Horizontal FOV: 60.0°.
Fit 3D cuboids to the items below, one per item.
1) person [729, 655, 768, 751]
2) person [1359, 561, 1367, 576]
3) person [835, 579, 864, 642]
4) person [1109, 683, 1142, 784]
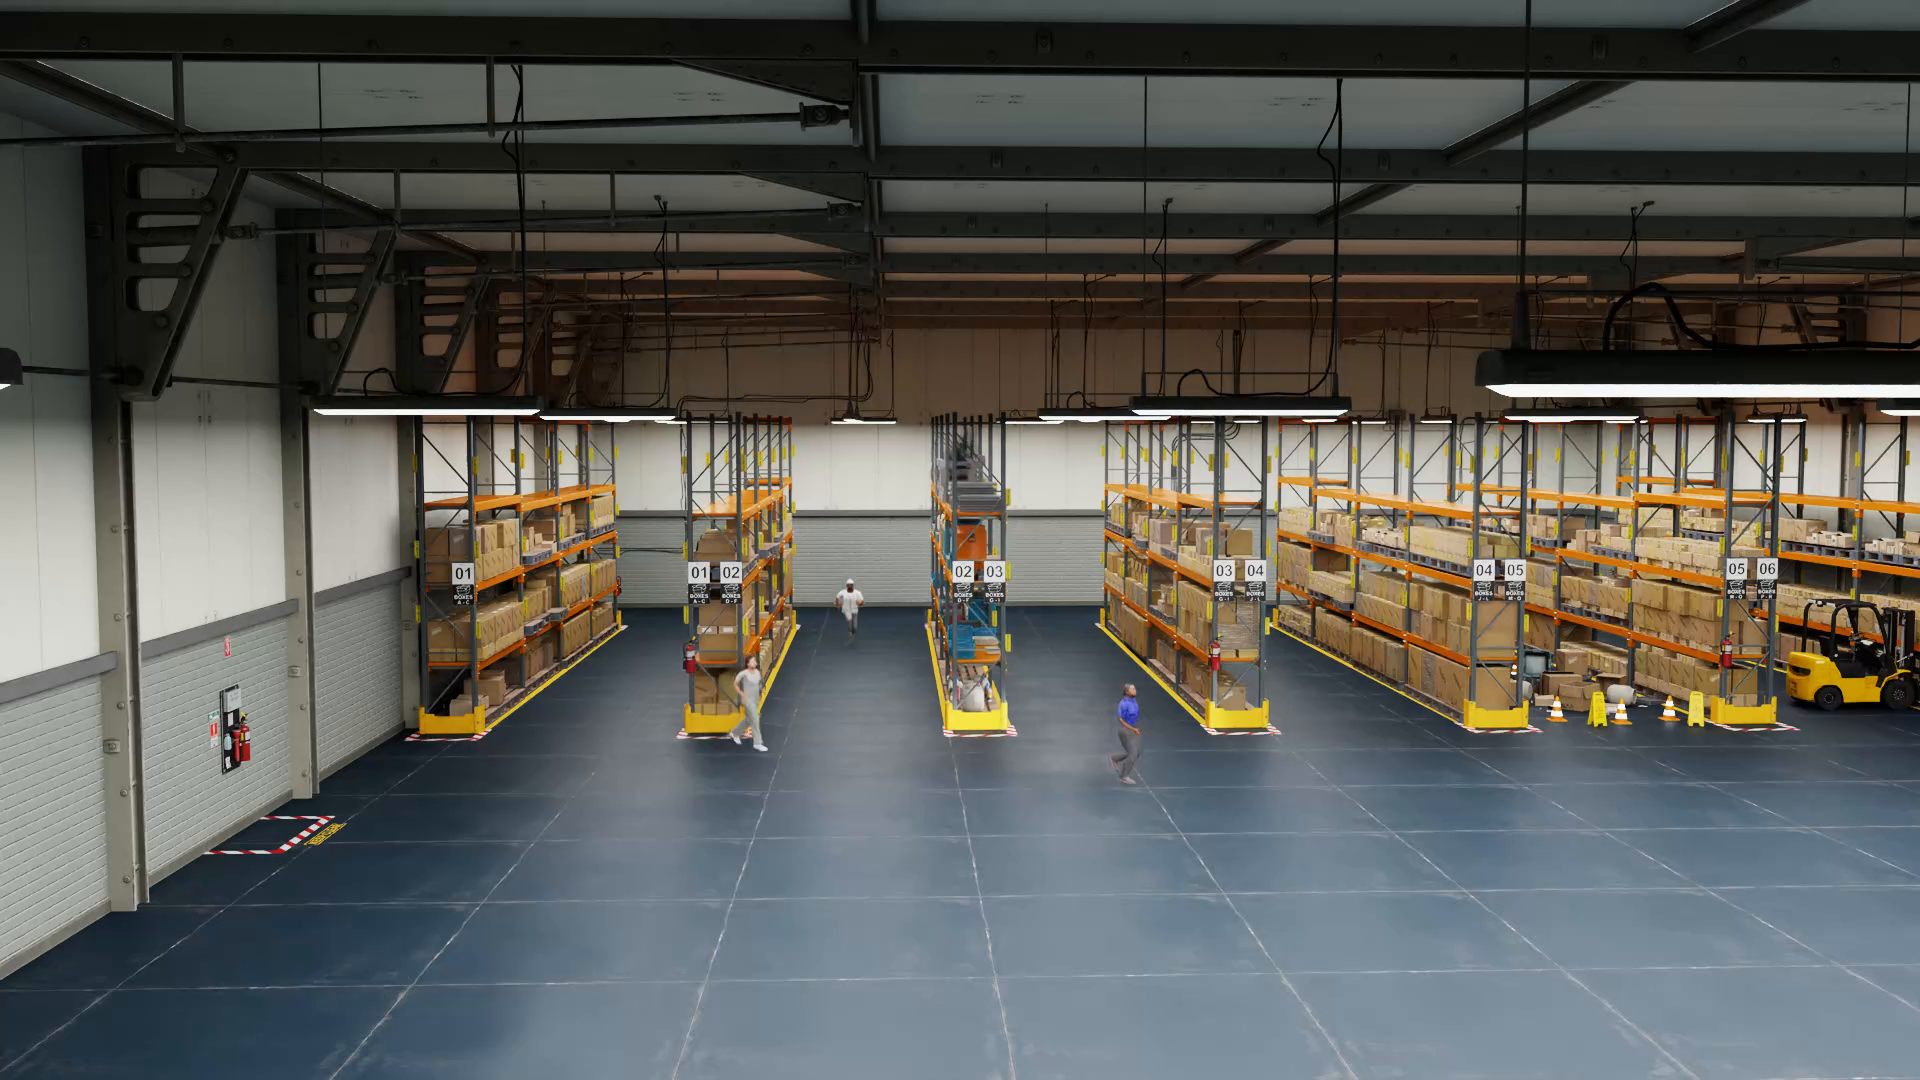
[{"bbox_3d":[-3.732,2.857,29.432,0.888,1.670,0.566,3,5,33],"label":"person"},{"bbox_3d":[11.825,1.504,49.148,0.647,1.768,0.638,0,4,0],"label":"person"},{"bbox_3d":[-2.857,1.857,43.249,0.710,1.684,0.963,-1,4,-12],"label":"person"},{"bbox_3d":[2.685,3.103,26.780,0.613,1.625,0.584,2,5,30],"label":"person"}]
